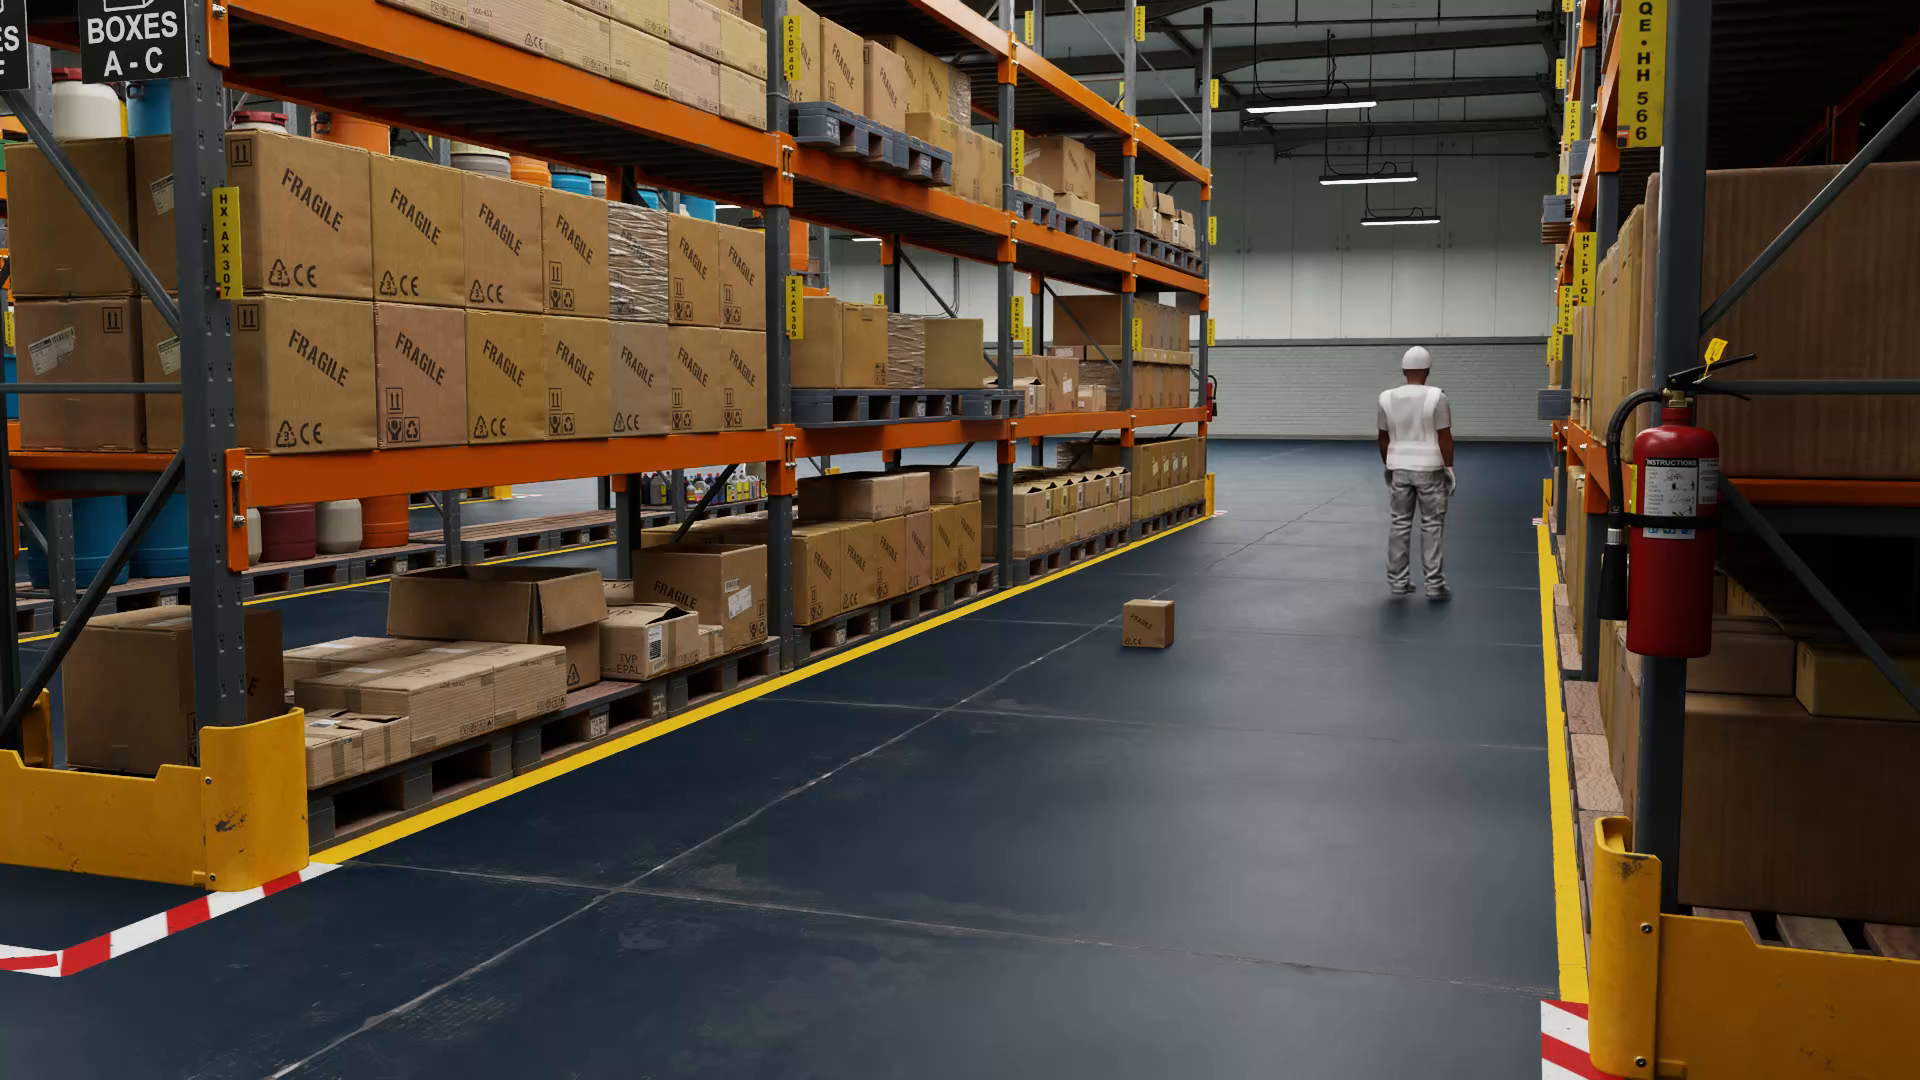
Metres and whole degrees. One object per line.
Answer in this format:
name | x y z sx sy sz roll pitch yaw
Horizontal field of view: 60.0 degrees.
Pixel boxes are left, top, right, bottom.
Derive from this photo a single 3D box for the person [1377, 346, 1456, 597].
person | 3.307 -0.495 11.998 0.571 1.792 0.429 4 6 37
